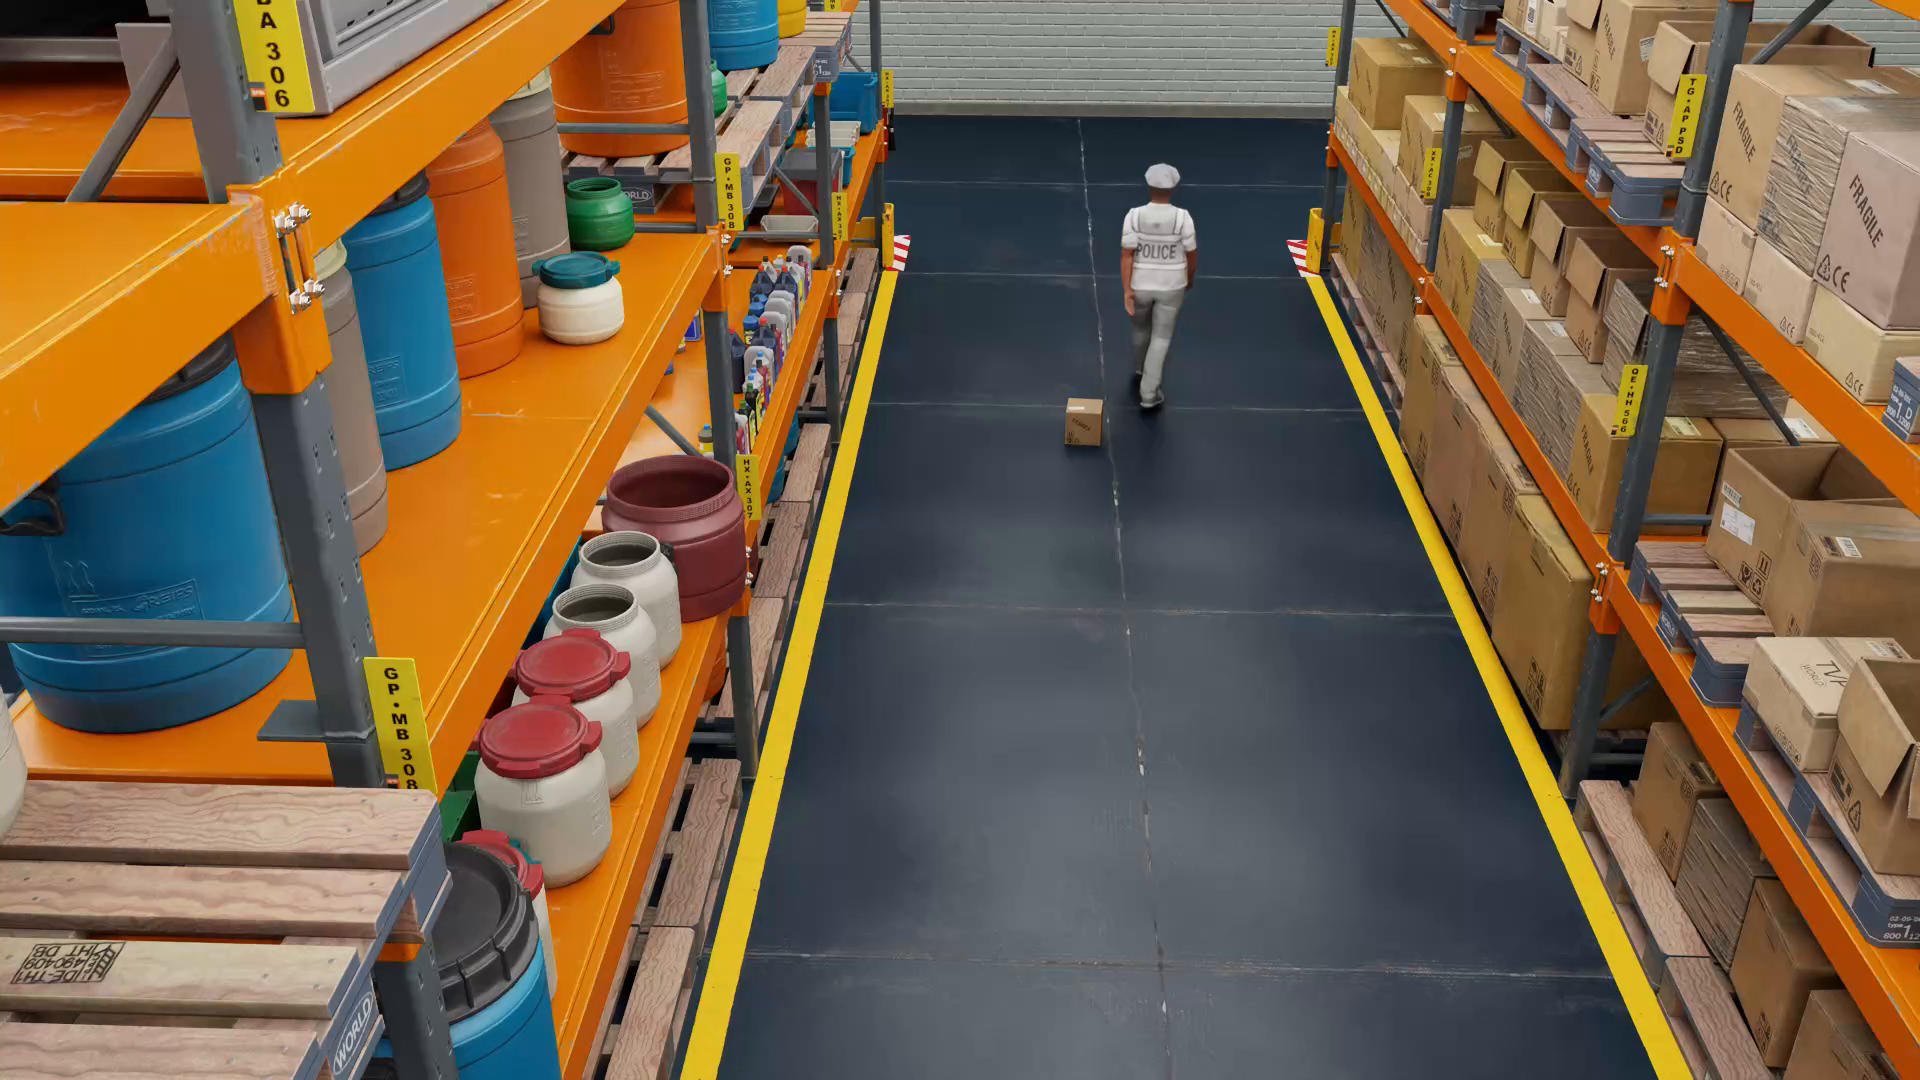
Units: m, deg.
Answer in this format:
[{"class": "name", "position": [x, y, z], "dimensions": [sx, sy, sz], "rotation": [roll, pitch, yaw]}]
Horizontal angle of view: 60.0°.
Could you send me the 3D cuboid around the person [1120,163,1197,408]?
[{"class": "person", "position": [1.465, -1.919, 12.203], "dimensions": [0.531, 1.724, 1.007], "rotation": [8, 29, 14]}]
